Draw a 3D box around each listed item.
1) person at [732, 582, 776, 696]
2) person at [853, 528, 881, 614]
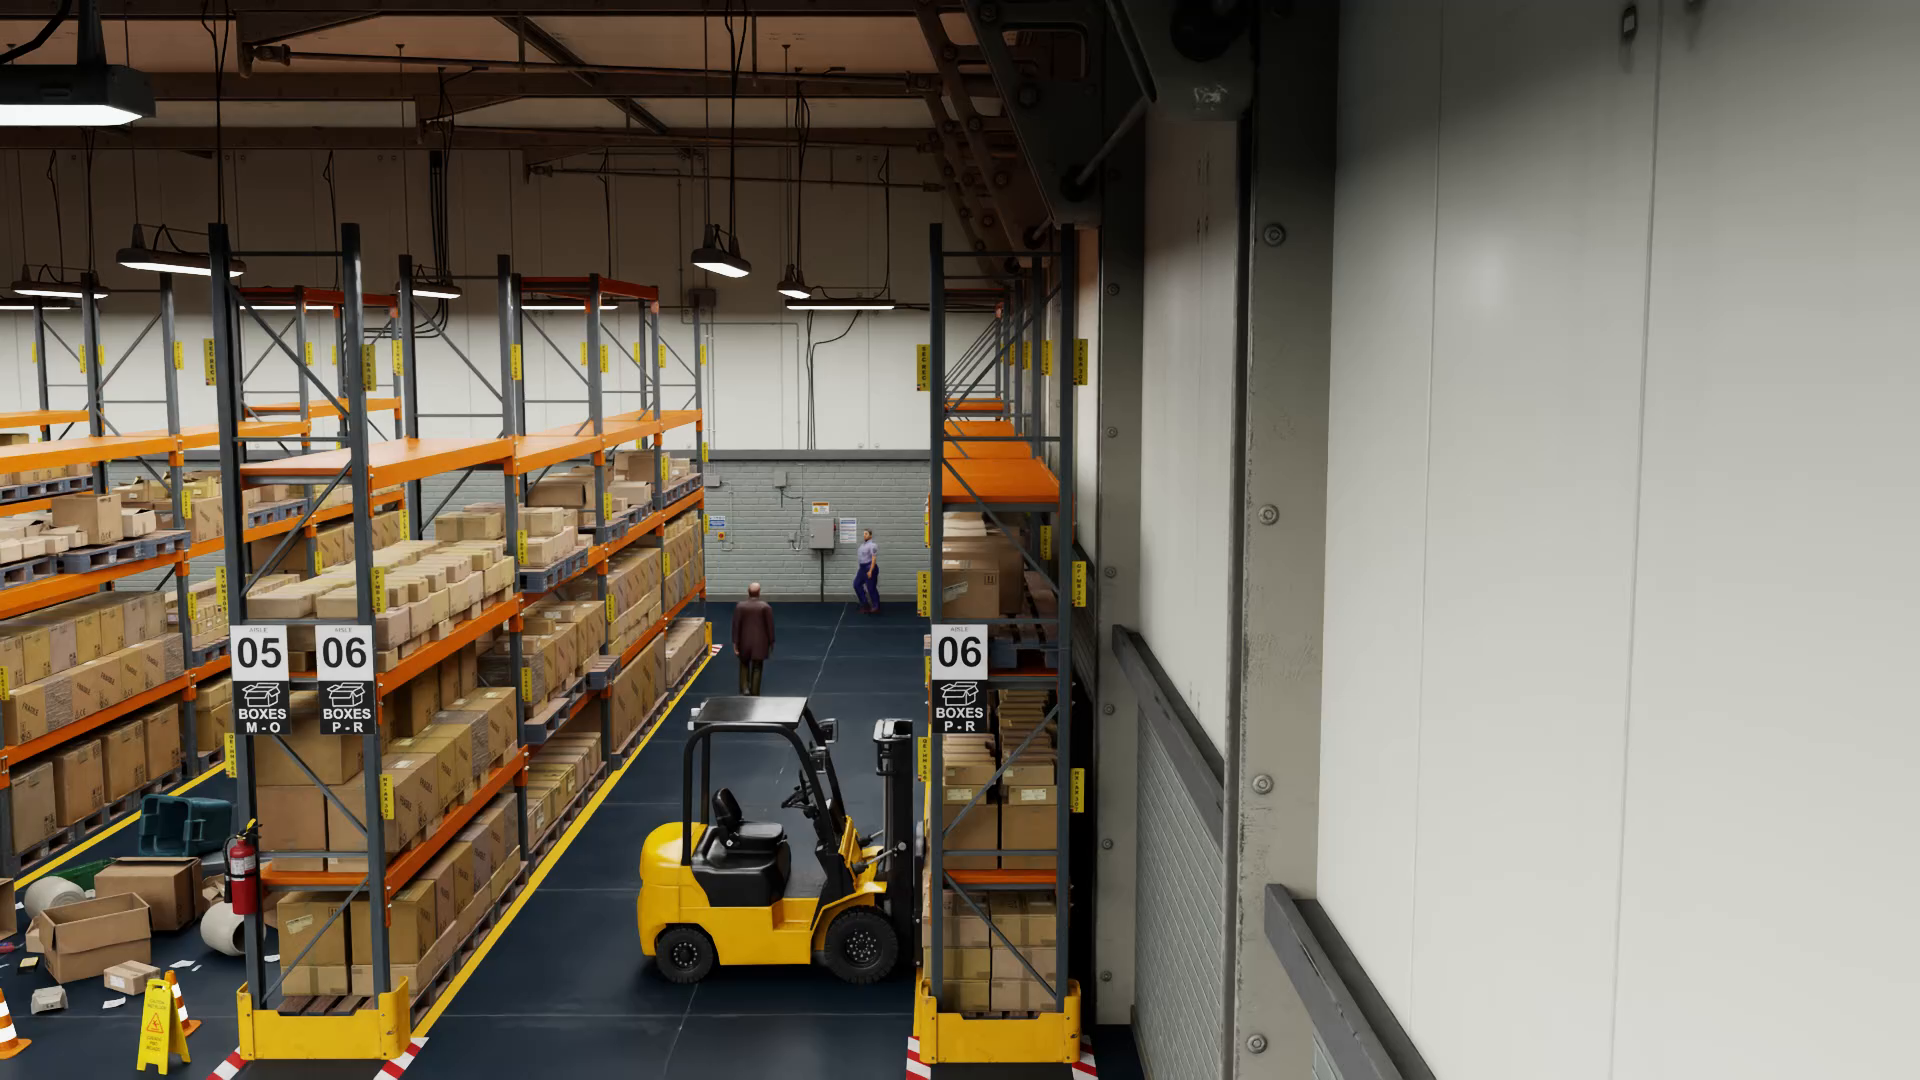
[{"bbox_3d":[-2.957,1.483,23.912,0.601,1.771,0.487,0,7,3],"label":"person"},{"bbox_3d":[-1.792,0.625,32.134,0.492,1.716,0.529,-3,7,-21],"label":"person"}]
